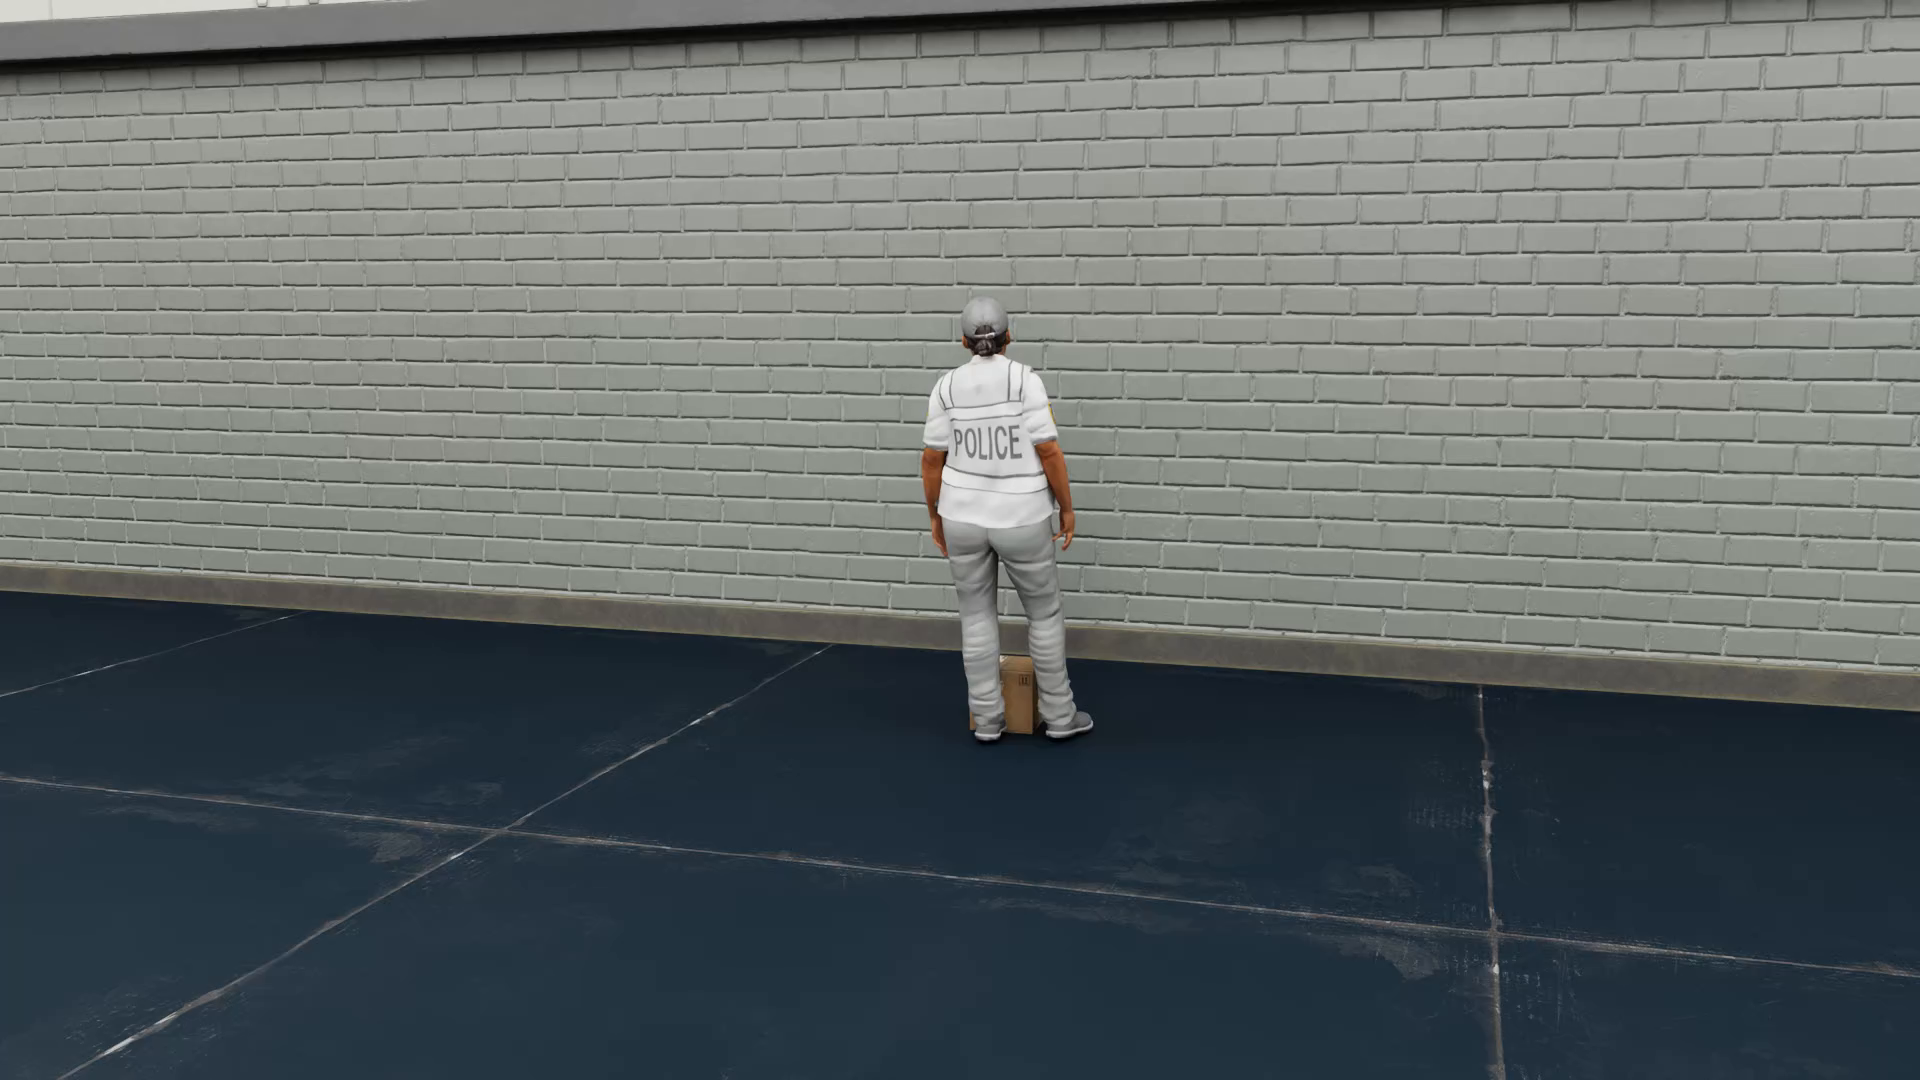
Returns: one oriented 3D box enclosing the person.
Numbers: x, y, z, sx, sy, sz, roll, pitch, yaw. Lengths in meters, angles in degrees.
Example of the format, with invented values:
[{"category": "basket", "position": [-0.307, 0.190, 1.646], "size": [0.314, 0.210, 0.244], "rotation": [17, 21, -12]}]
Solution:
[{"category": "person", "position": [0.178, -0.074, 6.259], "size": [0.598, 1.670, 0.529], "rotation": [2, 9, 16]}]
